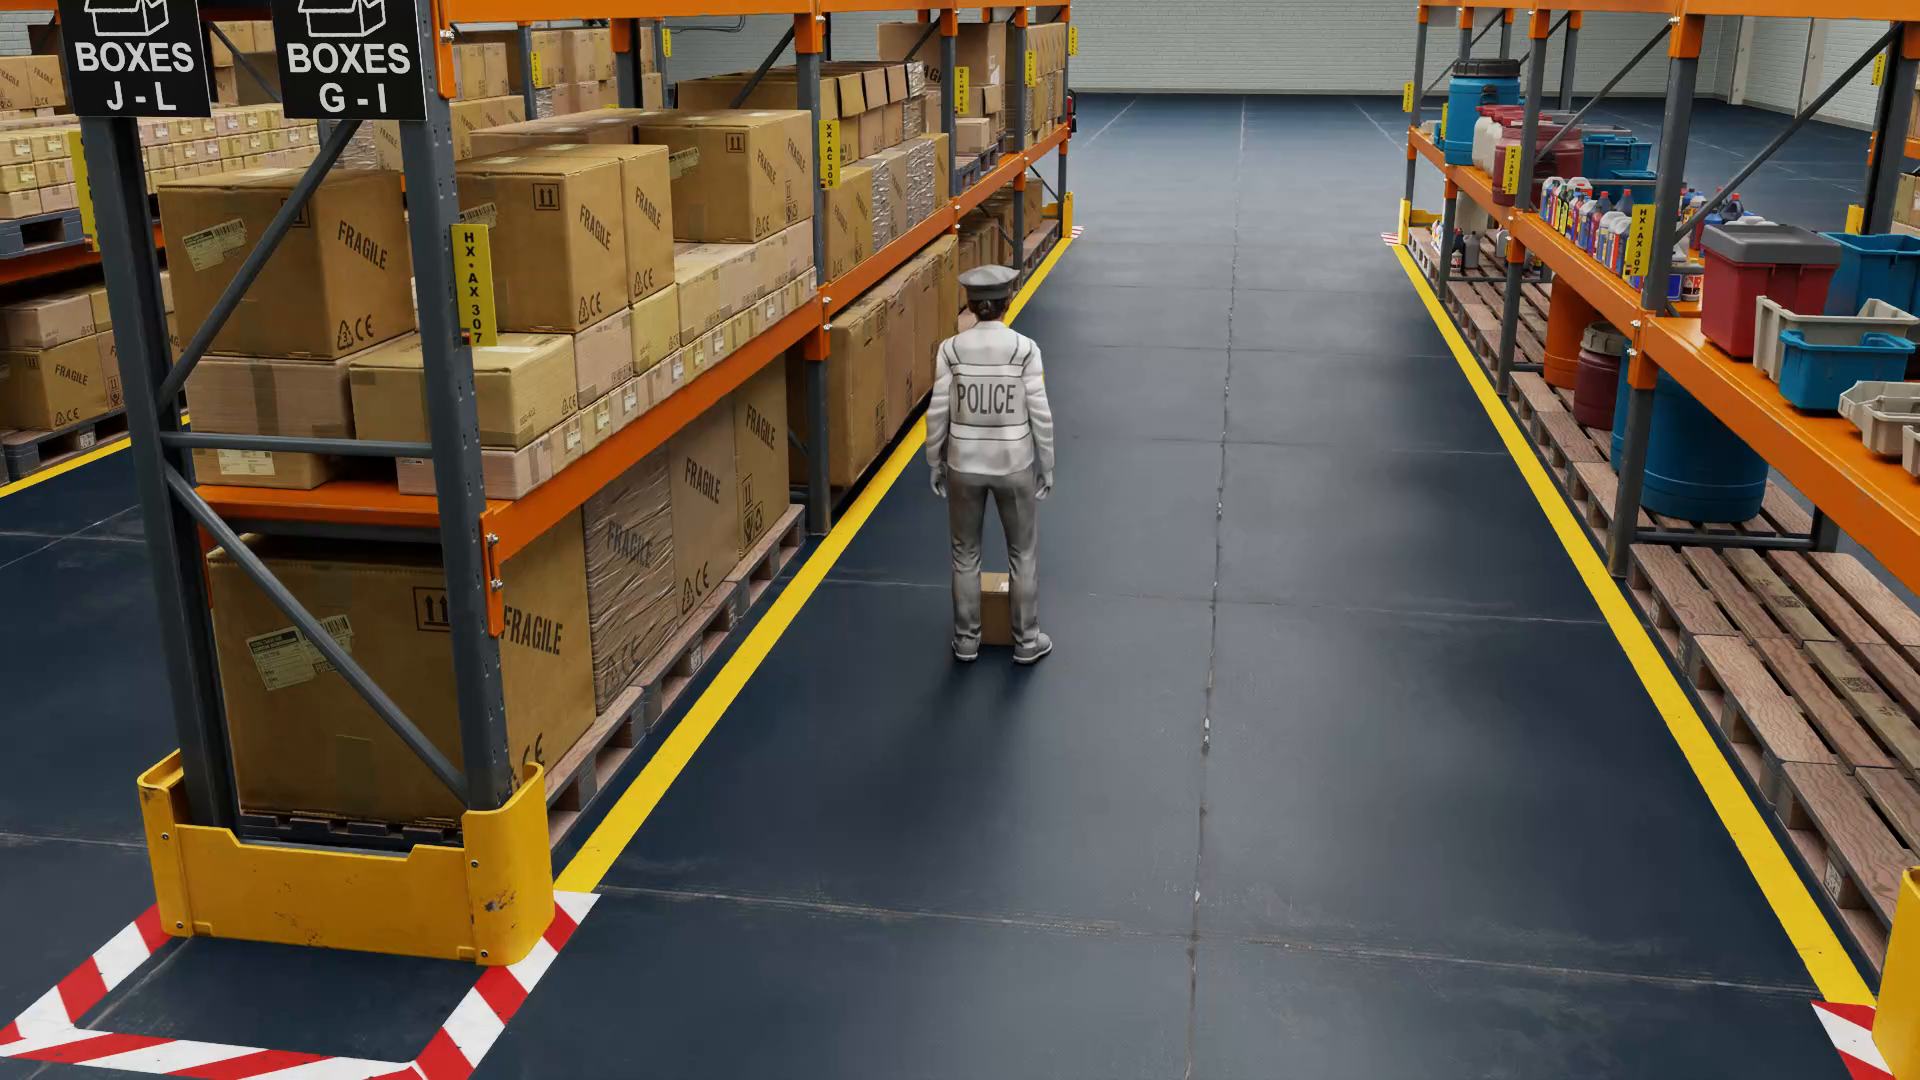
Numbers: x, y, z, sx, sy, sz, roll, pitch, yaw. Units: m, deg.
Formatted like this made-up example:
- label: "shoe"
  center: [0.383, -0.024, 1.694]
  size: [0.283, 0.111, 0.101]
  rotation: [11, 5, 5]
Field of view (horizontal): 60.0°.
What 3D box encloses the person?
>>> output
- label: "person"
  center: [0.127, -0.294, 6.954]
  size: [0.536, 1.662, 0.378]
  rotation: [3, 18, 8]
